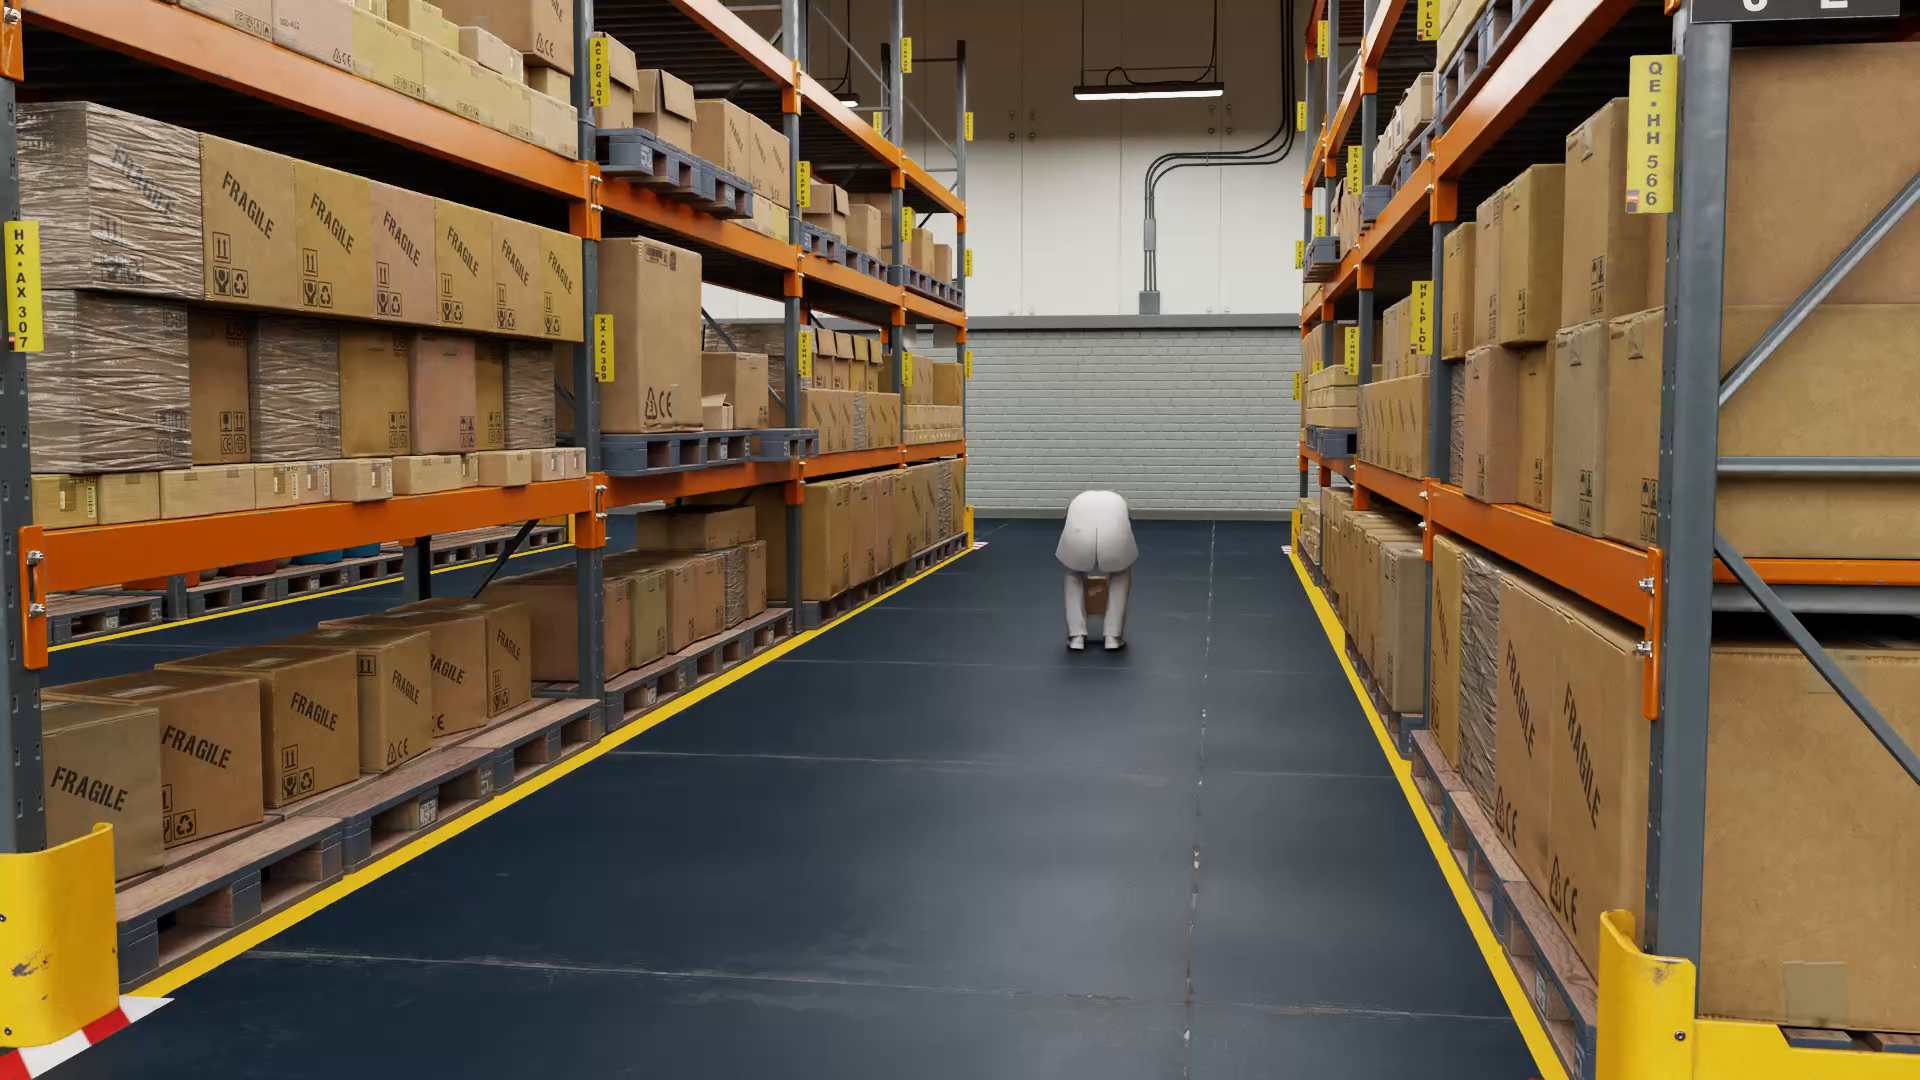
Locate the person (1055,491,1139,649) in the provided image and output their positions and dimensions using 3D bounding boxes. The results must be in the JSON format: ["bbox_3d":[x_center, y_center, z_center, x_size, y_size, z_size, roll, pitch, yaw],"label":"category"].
[{"bbox_3d":[0.963,0.188,11.633,0.575,1.089,0.950,0,4,6],"label":"person"}]
